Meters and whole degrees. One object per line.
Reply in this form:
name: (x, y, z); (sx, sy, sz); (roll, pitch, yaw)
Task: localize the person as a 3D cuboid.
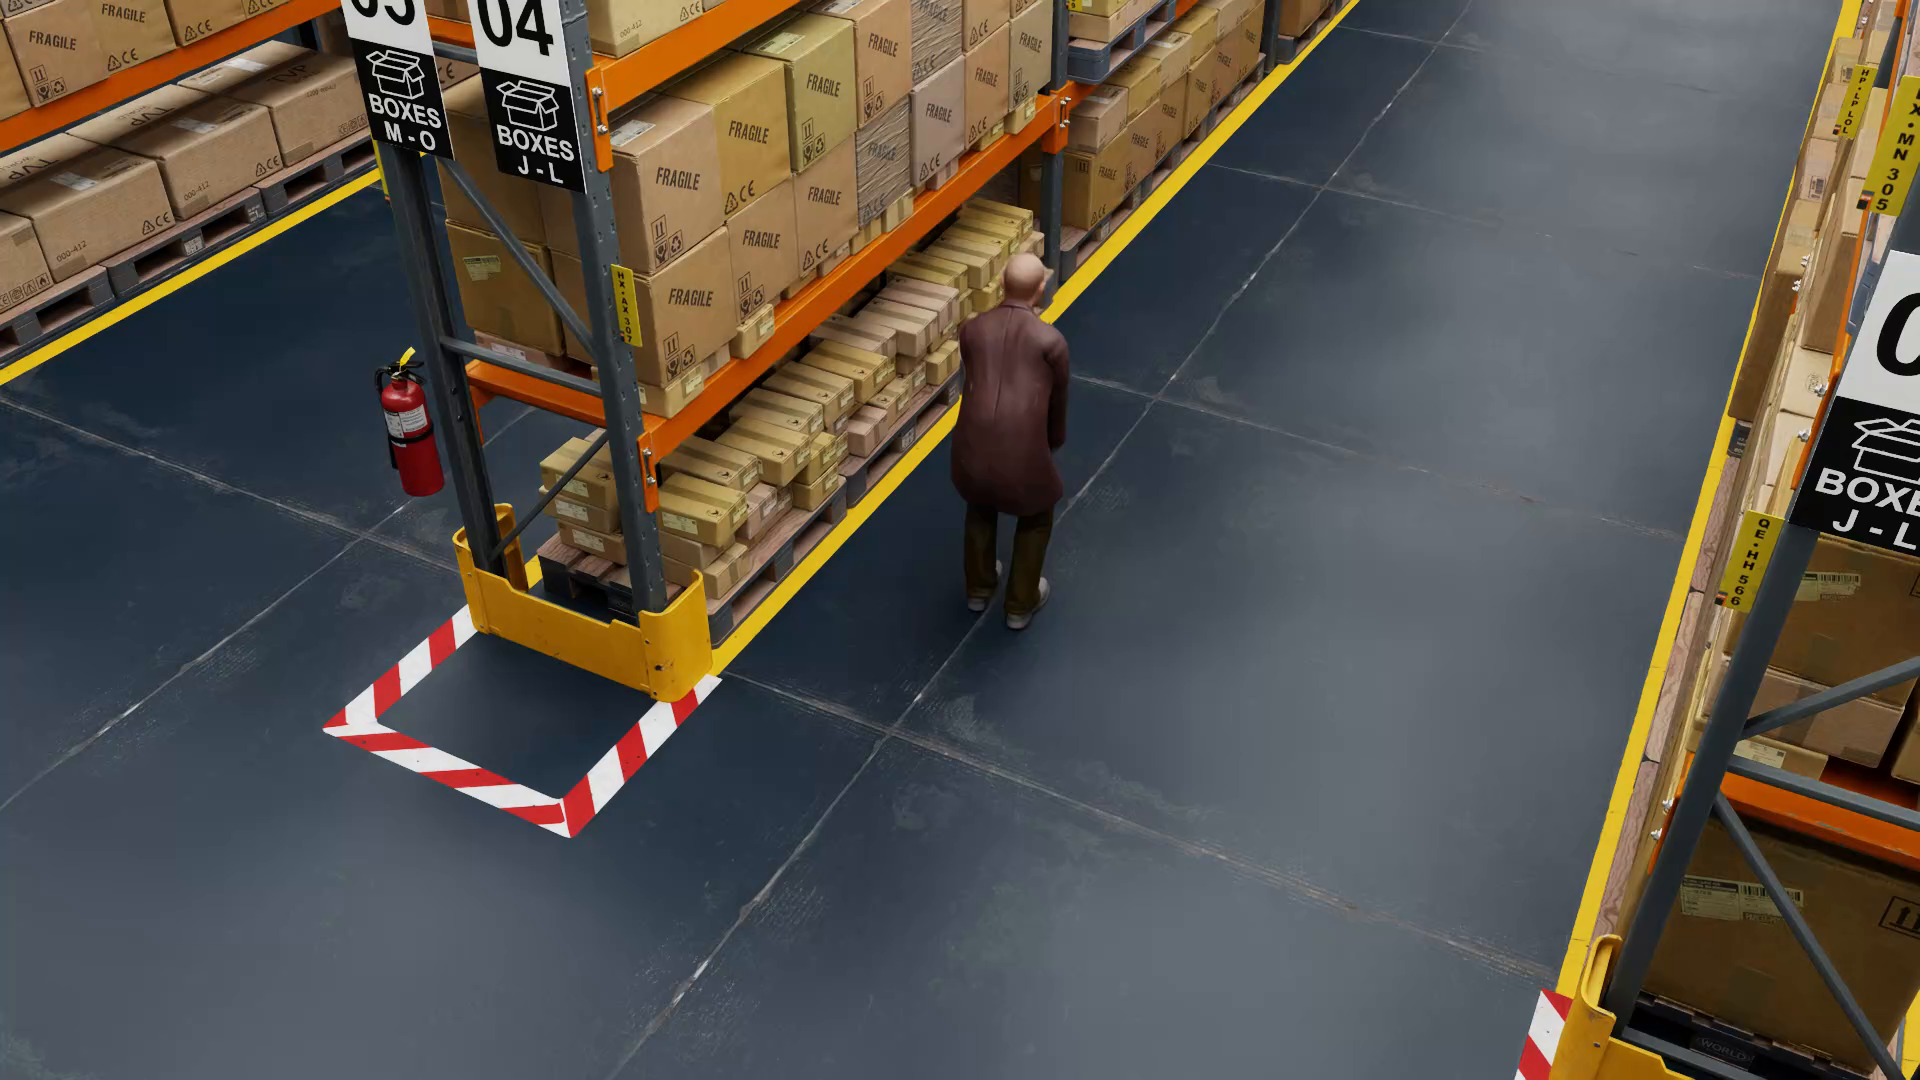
person: (0.238, -0.429, 7.401); (0.536, 1.689, 0.638); (13, 39, 17)
